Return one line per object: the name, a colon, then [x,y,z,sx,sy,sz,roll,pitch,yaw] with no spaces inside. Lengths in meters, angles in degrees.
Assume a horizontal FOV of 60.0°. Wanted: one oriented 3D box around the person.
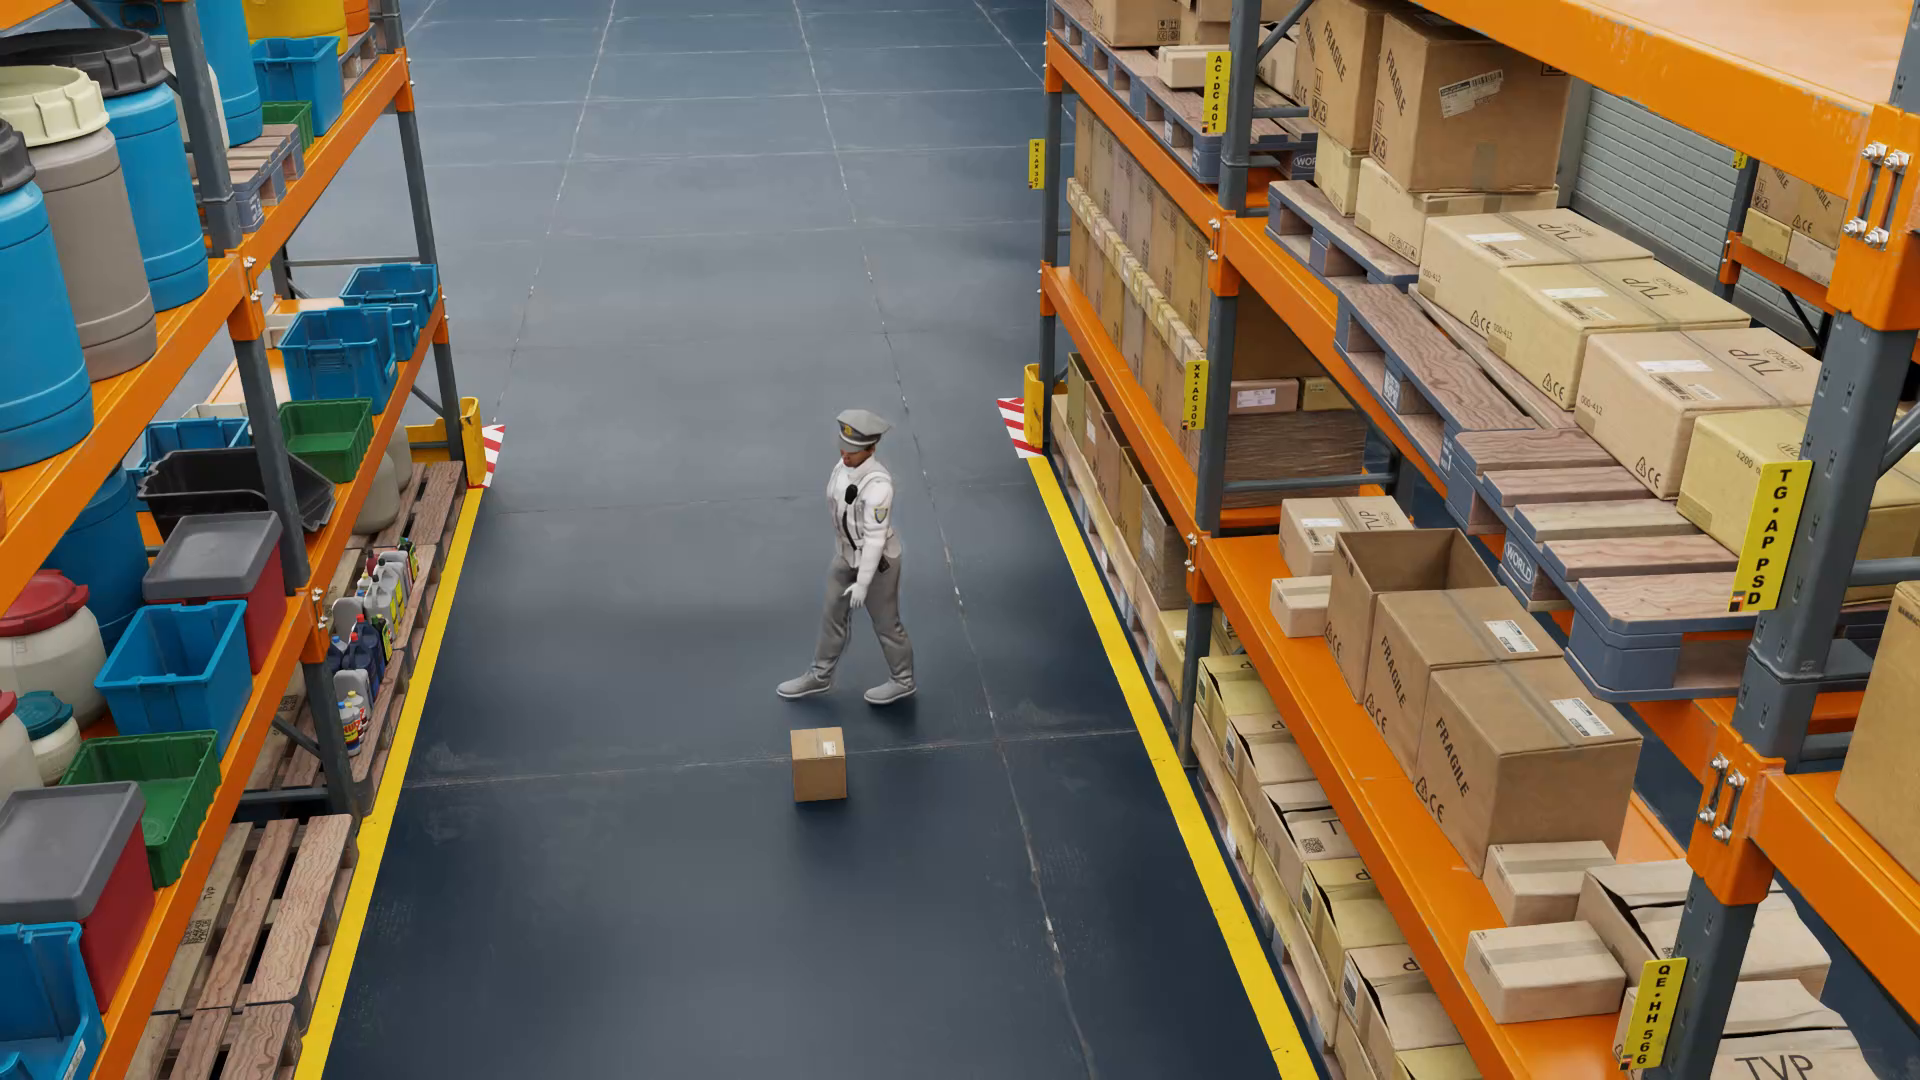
person: [-0.561,0.119,8.348,0.679,1.647,0.536,-15,31,-26]
